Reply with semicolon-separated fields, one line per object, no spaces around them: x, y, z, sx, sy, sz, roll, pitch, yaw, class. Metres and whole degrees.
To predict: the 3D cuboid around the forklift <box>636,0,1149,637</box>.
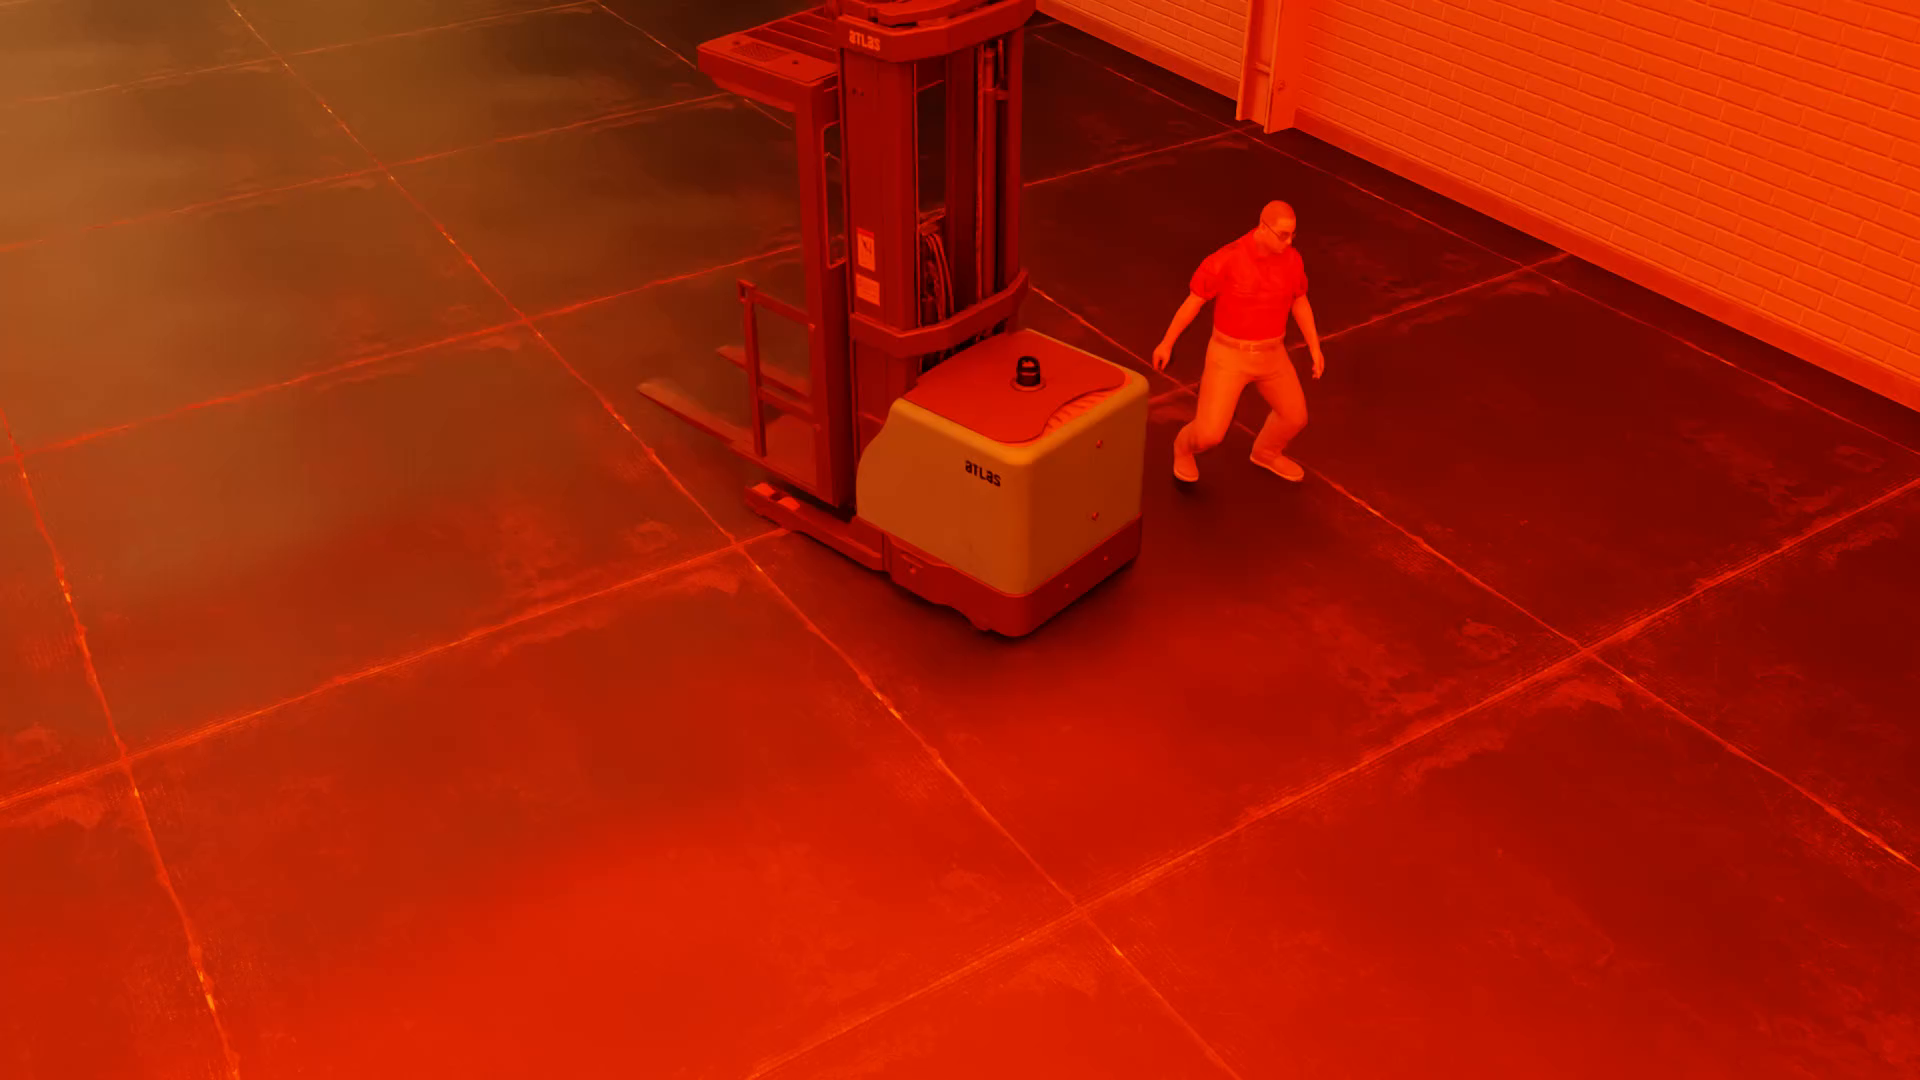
-0.514;-1.458;8.222;3.031;2.935;1.130;27;43;33;forklift

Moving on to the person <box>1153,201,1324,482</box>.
1.470;-0.992;8.696;0.910;1.647;0.506;-8;36;-11;person
